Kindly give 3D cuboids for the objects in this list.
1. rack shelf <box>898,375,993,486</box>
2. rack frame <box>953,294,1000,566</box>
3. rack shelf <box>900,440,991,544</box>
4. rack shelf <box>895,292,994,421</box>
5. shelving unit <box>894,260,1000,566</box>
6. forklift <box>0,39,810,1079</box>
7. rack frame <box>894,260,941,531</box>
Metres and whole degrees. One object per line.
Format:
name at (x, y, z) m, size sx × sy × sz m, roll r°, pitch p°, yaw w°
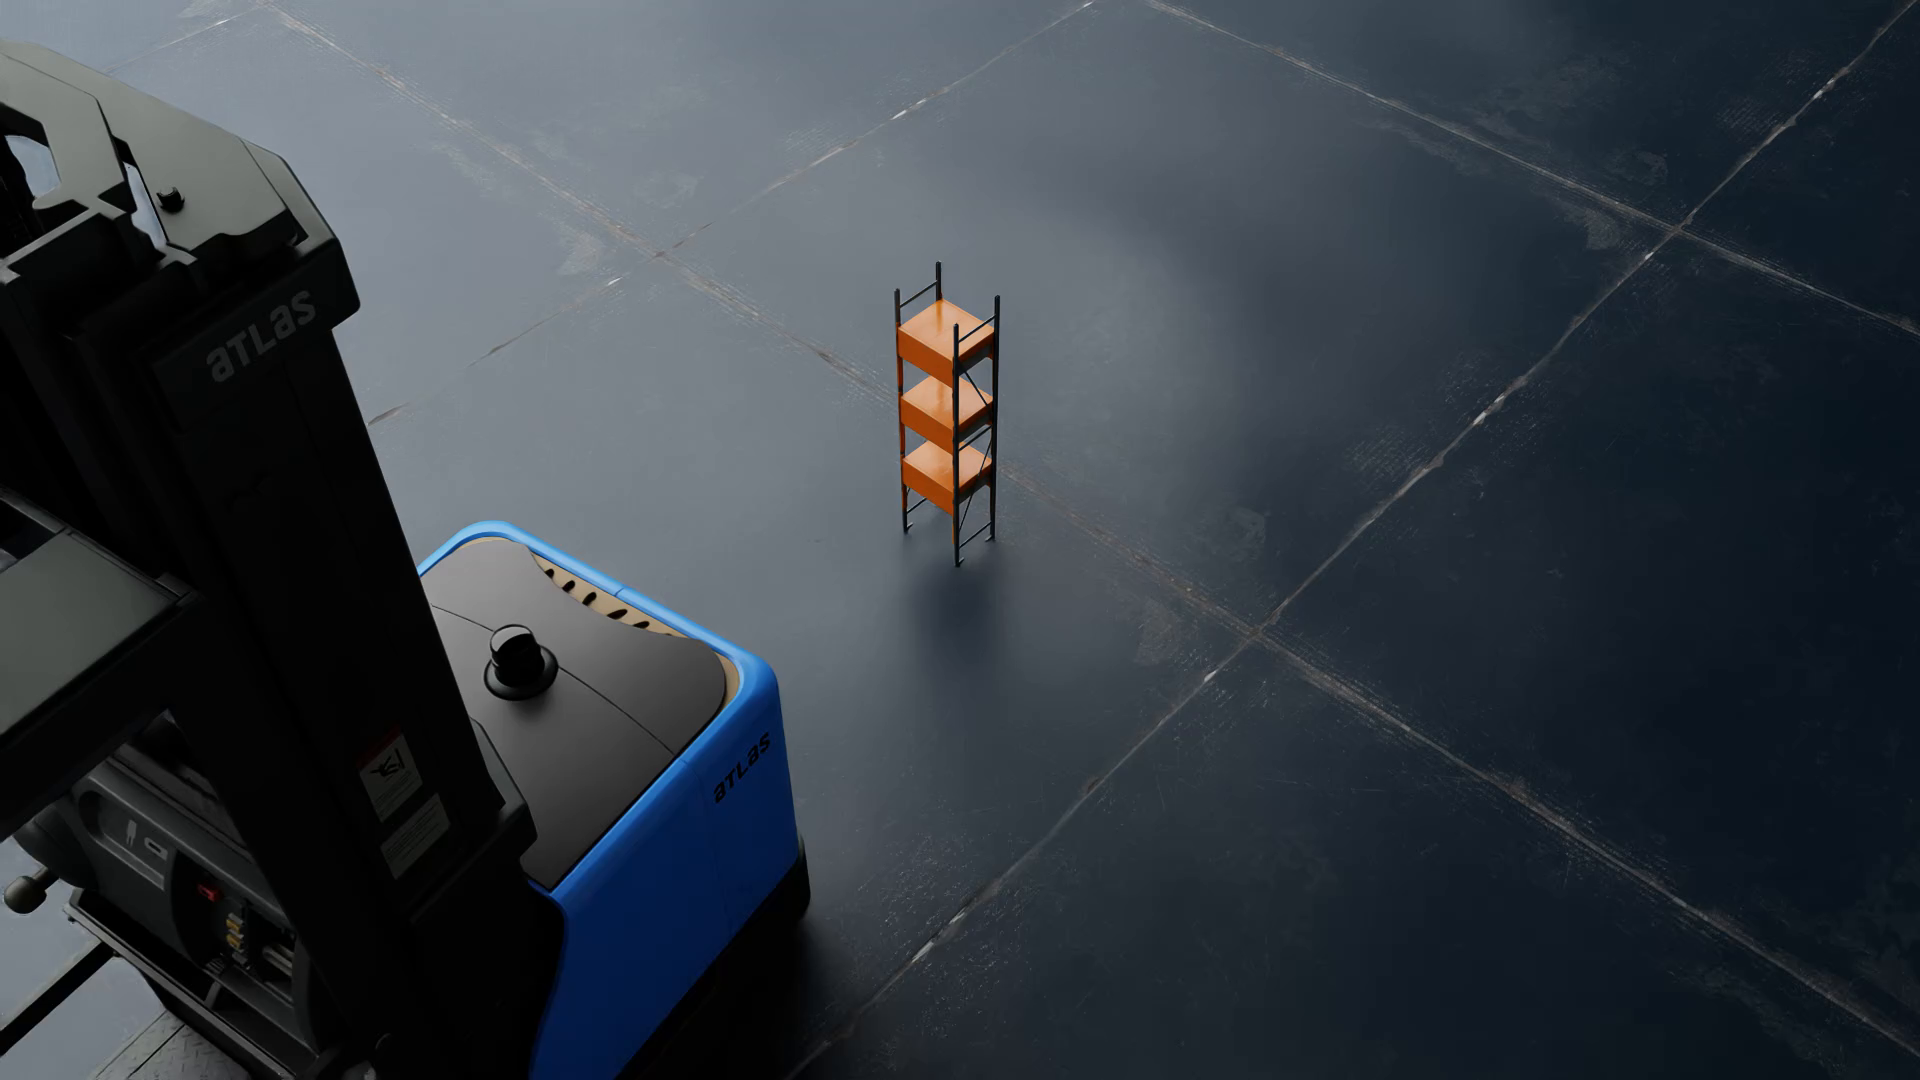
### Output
rack shelf at (-0.039, -0.379, 5.400) m, size 0.240 × 0.259 × 0.215 m, roll 34°, pitch 55°, yaw 28°
rack frame at (0.050, -0.326, 5.335) m, size 0.008 × 1.050 × 0.200 m, roll 34°, pitch 55°, yaw 28°
rack shelf at (-0.039, -0.188, 5.602) m, size 0.240 × 0.259 × 0.215 m, roll 34°, pitch 55°, yaw 28°
rack shelf at (-0.039, -0.573, 5.193) m, size 0.240 × 0.259 × 0.215 m, roll 34°, pitch 55°, yaw 28°
shelving unit at (-0.039, -0.386, 5.392) m, size 0.252 × 1.050 × 0.215 m, roll 34°, pitch 55°, yaw 28°
forklift at (-1.652, 0.747, 3.038) m, size 1.130 × 2.935 × 3.031 m, roll 26°, pitch 52°, yaw 22°
rack frame at (-0.129, -0.446, 5.449) m, size 0.008 × 1.050 × 0.200 m, roll 34°, pitch 55°, yaw 28°
